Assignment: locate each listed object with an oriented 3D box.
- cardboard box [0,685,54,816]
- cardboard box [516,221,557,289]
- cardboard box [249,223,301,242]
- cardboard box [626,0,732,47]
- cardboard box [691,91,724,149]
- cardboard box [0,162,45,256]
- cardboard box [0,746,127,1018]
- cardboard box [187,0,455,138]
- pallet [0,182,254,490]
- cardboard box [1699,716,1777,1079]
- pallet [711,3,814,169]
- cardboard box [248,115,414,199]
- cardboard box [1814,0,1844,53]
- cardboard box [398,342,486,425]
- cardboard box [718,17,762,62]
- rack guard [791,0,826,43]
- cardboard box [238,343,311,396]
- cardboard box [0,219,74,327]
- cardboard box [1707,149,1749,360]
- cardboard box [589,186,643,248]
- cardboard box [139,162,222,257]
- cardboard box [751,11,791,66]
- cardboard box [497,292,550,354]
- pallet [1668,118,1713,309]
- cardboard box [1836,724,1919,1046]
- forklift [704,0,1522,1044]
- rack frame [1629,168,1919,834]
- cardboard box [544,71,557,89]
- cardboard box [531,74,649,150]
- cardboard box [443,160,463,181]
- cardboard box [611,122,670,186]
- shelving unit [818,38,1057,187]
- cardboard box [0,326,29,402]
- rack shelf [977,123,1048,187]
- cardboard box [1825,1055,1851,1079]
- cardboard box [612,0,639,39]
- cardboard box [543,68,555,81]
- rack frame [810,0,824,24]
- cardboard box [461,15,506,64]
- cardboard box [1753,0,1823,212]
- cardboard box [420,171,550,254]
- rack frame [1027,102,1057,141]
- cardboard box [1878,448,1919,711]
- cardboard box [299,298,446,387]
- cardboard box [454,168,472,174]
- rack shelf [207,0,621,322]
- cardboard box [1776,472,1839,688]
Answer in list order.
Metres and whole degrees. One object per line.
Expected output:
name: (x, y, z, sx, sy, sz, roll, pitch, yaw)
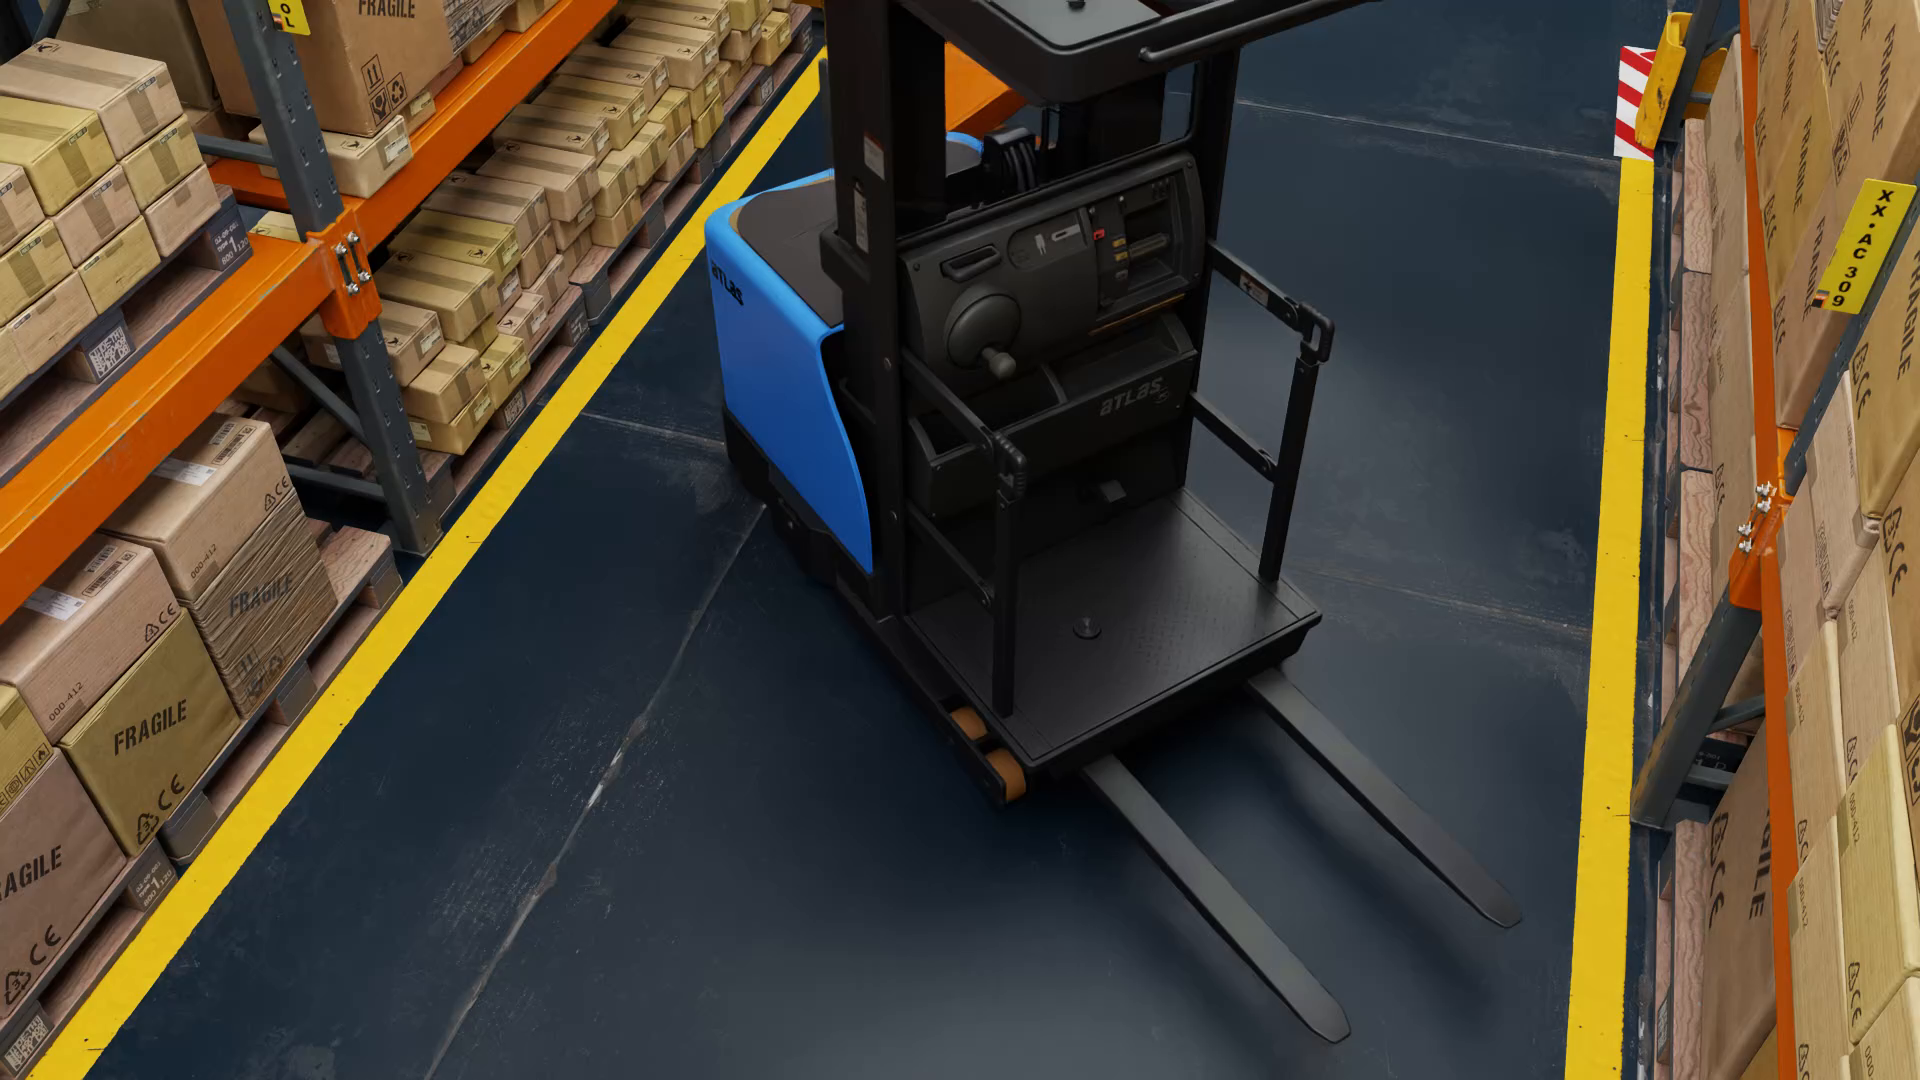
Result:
cardboard box: (-2.582, 0.567, 3.976, 0.500, 0.250, 0.500, 11, 45, 11)
cardboard box: (-1.753, -1.101, 6.256, 0.380, 0.149, 0.250, 10, 45, 10)
cardboard box: (-2.383, -0.968, 5.907, 0.380, 0.149, 0.250, 13, 46, 13)
cardboard box: (-1.217, -2.242, 7.210, 0.380, 0.149, 0.250, 11, 45, 11)
cardboard box: (-1.255, -1.854, 7.238, 0.380, 0.149, 0.250, 11, 45, 11)
cardboard box: (-2.379, -0.766, 3.842, 0.380, 0.149, 0.250, 11, 45, 11)
cardboard box: (-2.582, 0.820, 4.254, 0.500, 0.500, 0.500, 12, 46, 12)
cardboard box: (-1.893, -1.572, 4.927, 0.500, 0.500, 0.500, 12, 46, 12)
pallet: (-2.653, -0.606, 4.362, 1.003, 0.211, 1.213, 13, 46, 13)
cardboard box: (2.354, 0.868, 3.938, 0.875, 0.875, 0.875, 14, 46, 14)
pallet: (-1.374, -2.238, 7.886, 1.003, 0.211, 1.213, 13, 46, 13)
cardboard box: (-1.885, -1.183, 4.994, 0.380, 0.149, 0.250, 14, 46, 14)
cardboard box: (2.652, -1.616, 4.470, 0.500, 0.500, 0.500, 13, 46, 13)
cardboard box: (-1.868, -0.564, 5.707, 0.380, 0.149, 0.250, 14, 46, 14)
cardboard box: (-1.115, -2.298, 7.479, 0.380, 0.149, 0.250, 11, 45, 11)
rack guard: (-1.094, -2.875, 8.331, 1.175, 0.500, 0.348, 13, 46, 13)
cardboard box: (-2.490, -0.668, 5.813, 0.380, 0.149, 0.250, 13, 46, 13)
cardboard box: (-2.372, -0.672, 3.959, 0.380, 0.149, 0.250, 14, 46, 14)
cardboard box: (3.303, -1.000, 6.159, 0.875, 0.438, 0.875, 14, 46, 14)
cardboard box: (-1.512, -1.332, 6.705, 0.380, 0.149, 0.250, 11, 46, 11)
cardboard box: (-2.214, -0.907, 4.411, 0.380, 0.149, 0.250, 12, 46, 12)
cardboard box: (-1.013, -2.363, 7.758, 0.380, 0.149, 0.250, 14, 46, 14)
cardboard box: (-1.760, -0.813, 6.174, 0.380, 0.149, 0.250, 12, 46, 12)
pallet: (3.509, -1.292, 6.919, 1.003, 0.211, 1.213, 13, 46, 13)
cardboard box: (1.754, 0.621, 2.721, 0.500, 0.250, 0.500, 13, 46, 13)
forklift: (0.390, -0.646, 4.315, 1.130, 2.935, 3.031, -24, 49, -23)
rack frame: (2.466, -0.172, 3.781, 1.000, 3.000, 0.127, 13, 46, 13)
cardboard box: (-1.815, -1.875, 7.047, 0.380, 0.149, 0.250, 15, 46, 15)
cardboard box: (-1.483, -1.719, 6.675, 0.380, 0.149, 0.250, 13, 46, 13)
cardboard box: (-2.168, -1.492, 6.443, 0.380, 0.149, 0.250, 10, 45, 11)
cardboard box: (-1.412, -1.593, 6.759, 0.380, 0.149, 0.250, 13, 46, 13)
shelving unit: (0.008, -1.483, 6.461, 0.538, 1.125, 1.048, 27, 50, 25)
cardboard box: (-2.446, -0.401, 3.894, 0.380, 0.149, 0.250, 10, 45, 10)
rack shelf: (0.008, -1.308, 6.632, 0.538, 0.278, 1.000, 27, 50, 25)
cardboard box: (1.595, 1.134, 2.554, 0.500, 0.250, 0.500, 12, 46, 12)
cardboard box: (-1.601, -2.409, 7.593, 0.380, 0.149, 0.250, 13, 46, 13)
cardboard box: (-1.933, -2.004, 6.966, 0.380, 0.149, 0.250, 13, 46, 13)
rack frame: (-1.071, -3.819, 7.508, 1.000, 3.000, 0.127, 13, 46, 13)
cardboard box: (-1.759, -1.739, 5.562, 0.380, 0.149, 0.250, 11, 45, 11)
cardboard box: (2.651, -1.253, 4.815, 0.500, 0.500, 0.500, 12, 46, 12)
cardboard box: (-1.754, -1.211, 6.156, 0.380, 0.149, 0.250, 11, 46, 11)
rack frame: (0.307, -1.771, 6.755, 0.500, 1.125, 0.032, 27, 50, 25)
cardboard box: (1.931, 0.012, 2.806, 0.500, 0.500, 0.500, 12, 46, 12)
cardboard box: (-1.981, -0.683, 5.616, 0.380, 0.149, 0.250, 14, 46, 14)
cardboard box: (-2.128, -1.354, 6.514, 0.380, 0.149, 0.250, 14, 46, 13)
rack shelf: (-1.677, -2.229, 6.398, 1.077, 0.370, 4.000, 13, 46, 13)
cardboard box: (2.081, 0.119, 3.591, 0.500, 0.250, 0.500, 12, 46, 12)
